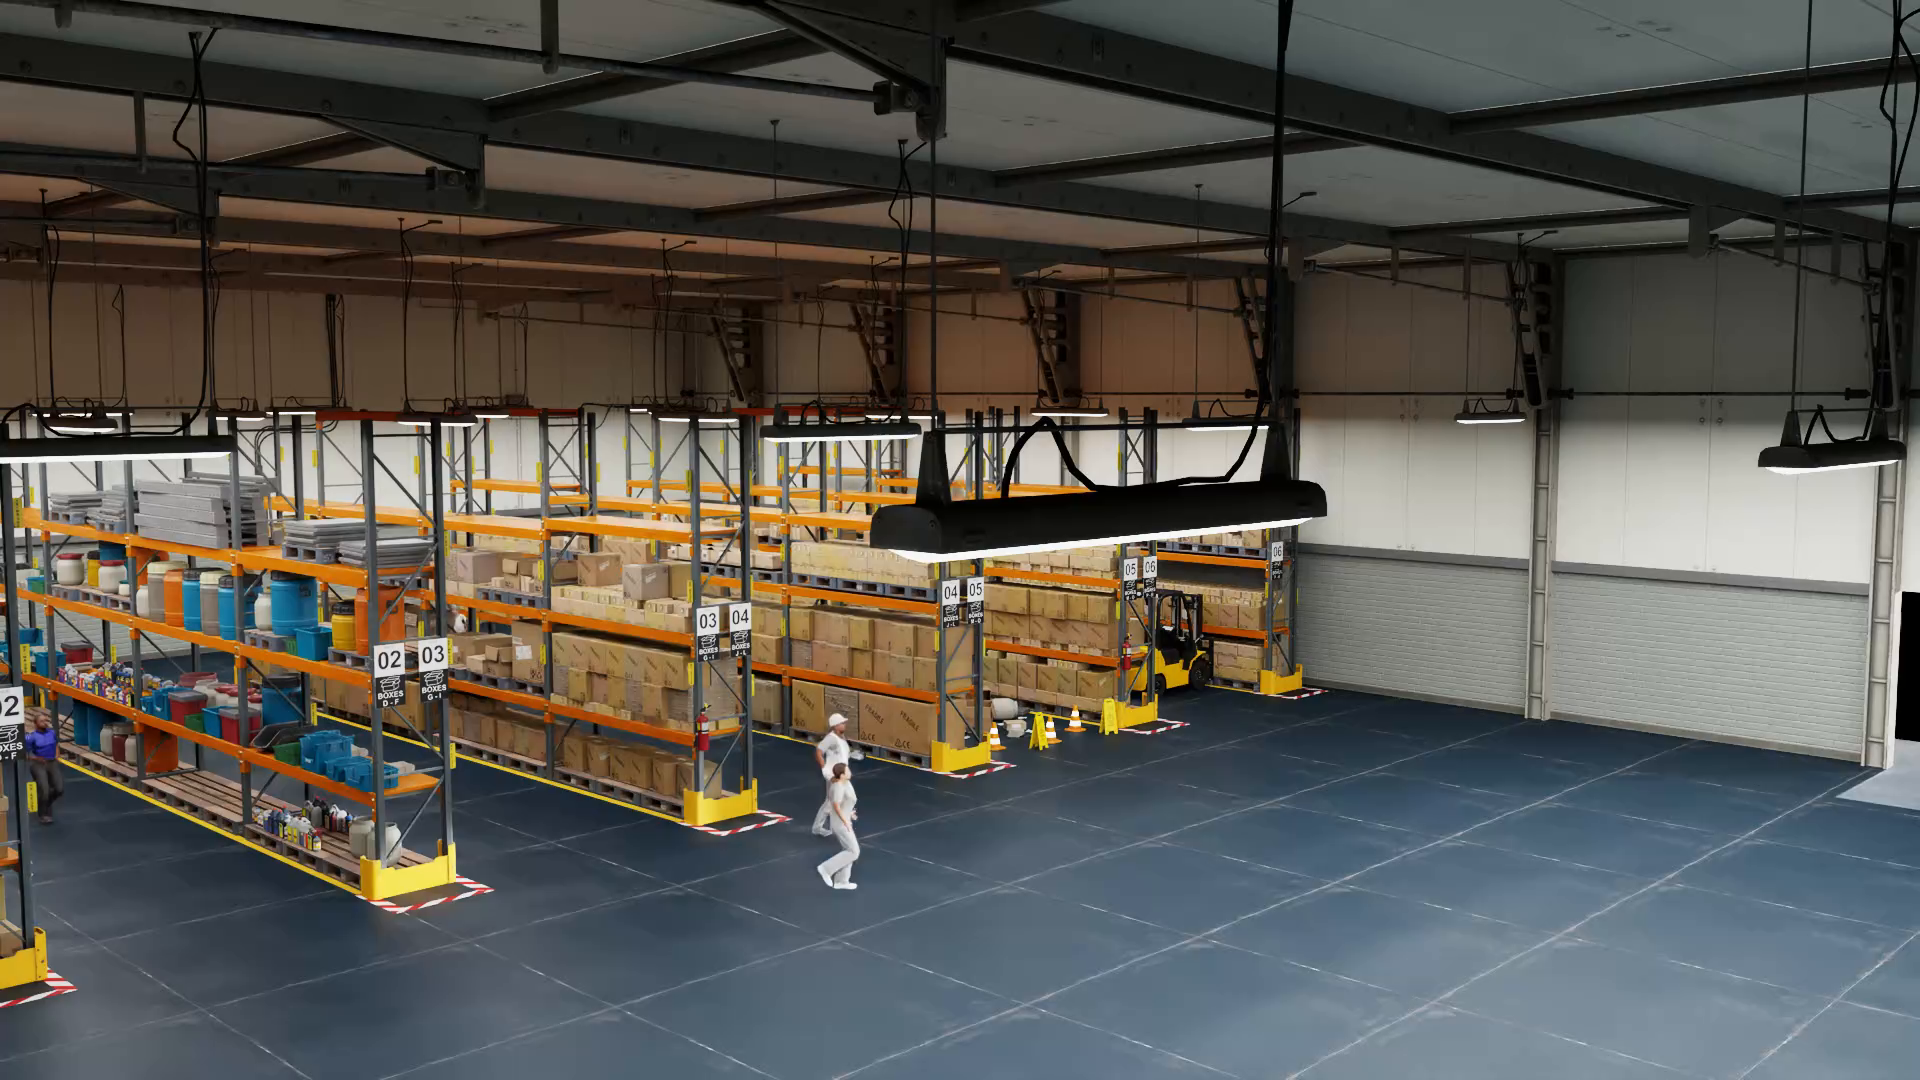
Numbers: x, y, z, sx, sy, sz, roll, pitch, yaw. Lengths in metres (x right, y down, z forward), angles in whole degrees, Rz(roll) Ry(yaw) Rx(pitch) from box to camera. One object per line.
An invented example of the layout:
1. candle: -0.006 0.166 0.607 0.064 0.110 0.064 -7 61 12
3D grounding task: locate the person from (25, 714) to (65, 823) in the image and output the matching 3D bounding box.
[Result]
1. person: -13.453 3.357 24.475 0.568 1.609 0.570 3 6 33

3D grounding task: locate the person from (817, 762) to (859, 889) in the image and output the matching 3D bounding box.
1. person: -1.560 3.643 21.204 0.563 1.641 0.581 -1 5 -14

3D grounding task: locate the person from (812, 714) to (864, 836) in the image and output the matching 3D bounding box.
1. person: -1.739 3.367 23.611 0.750 1.824 0.666 0 5 -4

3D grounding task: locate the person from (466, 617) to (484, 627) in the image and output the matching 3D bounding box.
1. person: -11.750 1.931 40.574 0.628 1.669 0.670 0 5 2

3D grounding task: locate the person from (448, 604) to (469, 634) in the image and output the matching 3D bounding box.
1. person: -11.028 2.243 36.311 0.672 1.793 0.925 -4 6 -37
